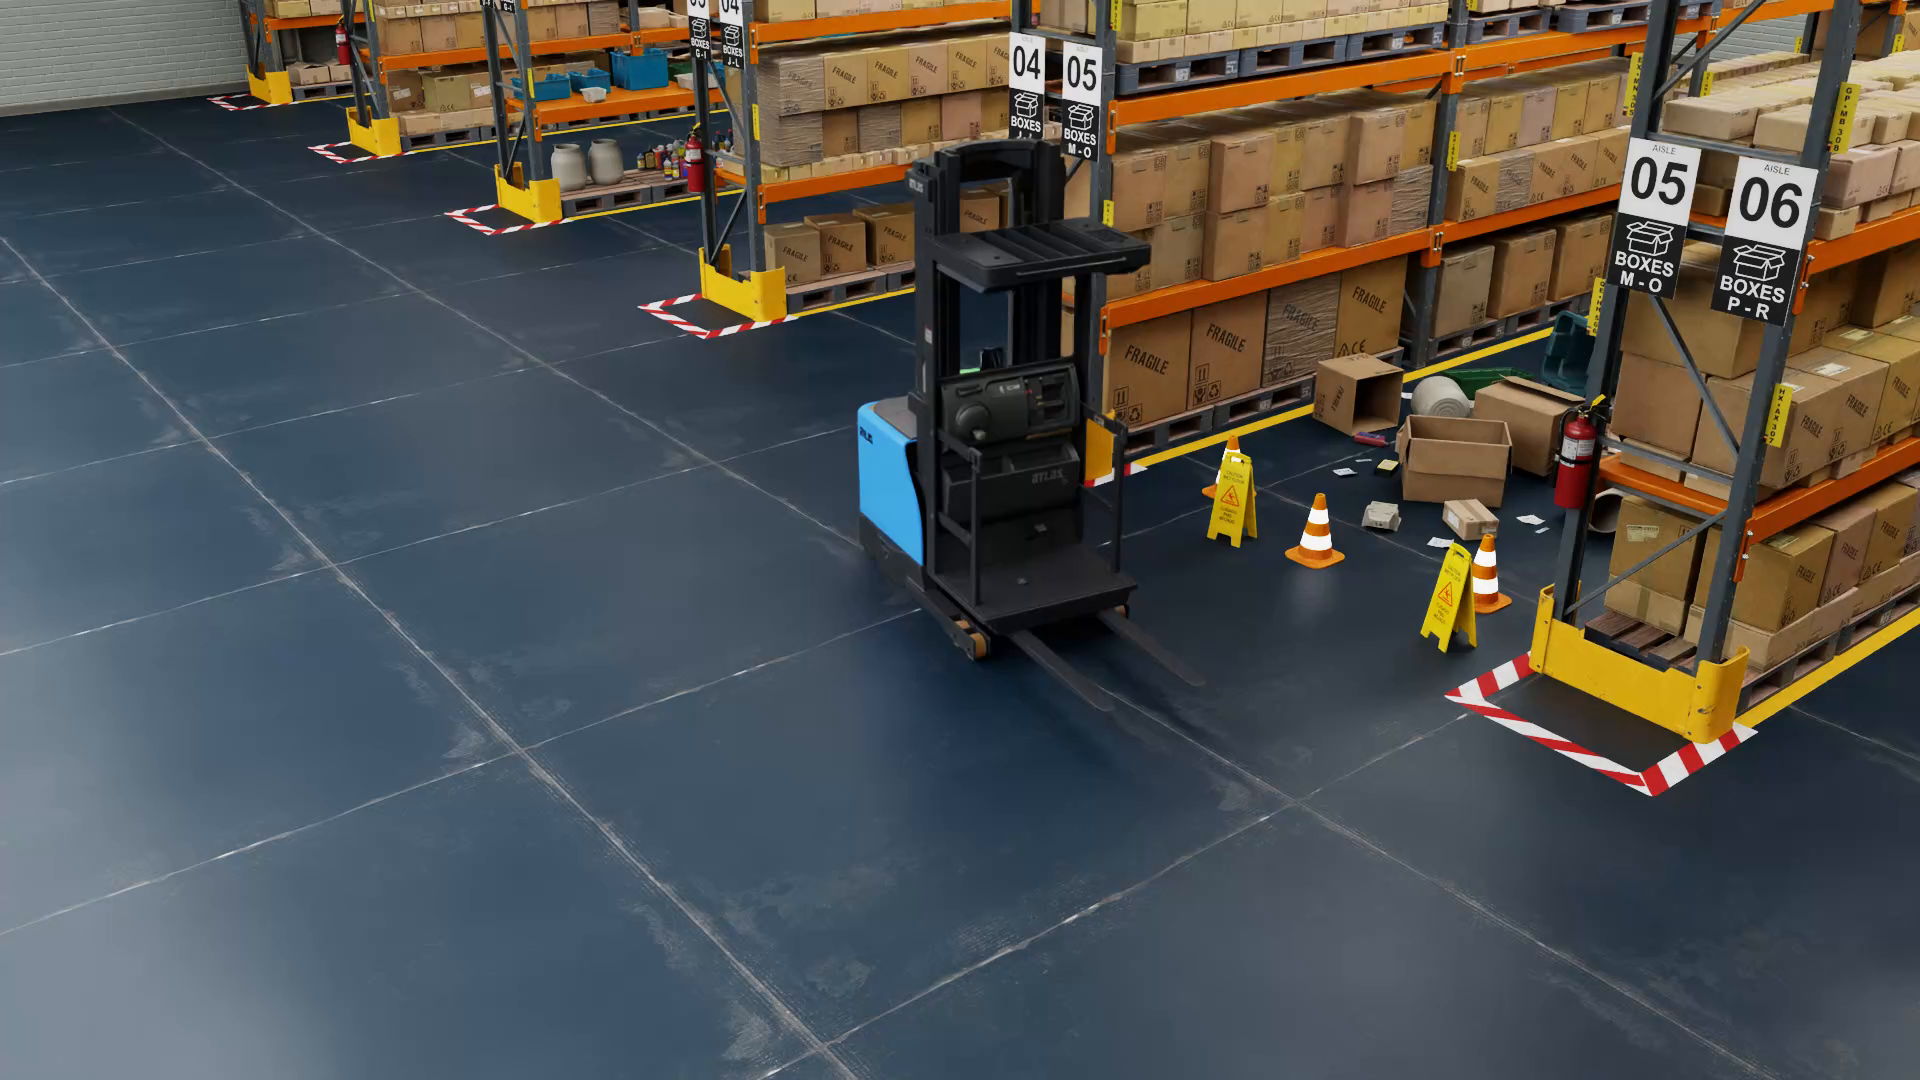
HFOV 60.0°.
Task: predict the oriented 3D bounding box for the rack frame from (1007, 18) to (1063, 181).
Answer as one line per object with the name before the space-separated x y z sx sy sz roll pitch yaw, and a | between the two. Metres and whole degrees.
rack frame | 0.896 -4.750 18.421 0.127 3.000 1.000 -18 31 -34

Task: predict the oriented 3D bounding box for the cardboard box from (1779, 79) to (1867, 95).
cardboard box | 4.792 -2.458 9.272 0.250 0.149 0.380 -18 31 -34

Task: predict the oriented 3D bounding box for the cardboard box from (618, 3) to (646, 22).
cardboard box | -6.147 -9.786 30.828 0.500 0.250 0.500 -18 30 -33

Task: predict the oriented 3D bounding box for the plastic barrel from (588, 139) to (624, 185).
plastic barrel | -4.442 -4.740 20.857 0.421 0.512 0.421 0 25 0

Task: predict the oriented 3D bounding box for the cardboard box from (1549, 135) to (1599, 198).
cardboard box | 5.649 -3.565 15.751 0.500 0.500 0.500 -18 30 -33

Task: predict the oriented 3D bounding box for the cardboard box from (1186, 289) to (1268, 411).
cardboard box | 1.914 -1.695 13.865 0.875 0.875 0.875 -19 31 -35

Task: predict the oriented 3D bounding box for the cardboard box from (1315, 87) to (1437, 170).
cardboard box | 3.566 -3.554 14.383 0.550 0.550 0.875 -18 31 -34

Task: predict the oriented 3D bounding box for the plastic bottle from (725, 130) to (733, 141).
plastic bottle | -3.051 -5.316 22.266 0.185 0.351 0.144 -17 30 -33

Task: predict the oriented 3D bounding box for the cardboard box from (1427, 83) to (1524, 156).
cardboard box | 4.668 -3.845 15.164 0.500 0.500 0.700 -19 31 -35

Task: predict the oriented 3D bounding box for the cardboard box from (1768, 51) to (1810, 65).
cardboard box | 9.579 -5.555 19.249 0.250 0.149 0.380 -17 30 -31

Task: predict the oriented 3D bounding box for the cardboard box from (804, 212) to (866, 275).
cardboard box | -1.300 -3.091 17.317 0.500 0.500 0.500 -10 27 -21

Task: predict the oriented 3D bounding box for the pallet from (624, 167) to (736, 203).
pallet | -3.675 -4.646 21.511 1.213 0.211 1.003 -18 31 -34

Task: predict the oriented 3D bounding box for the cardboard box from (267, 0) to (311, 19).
cardboard box | -10.841 -8.596 26.863 0.500 0.250 0.500 -19 31 -35

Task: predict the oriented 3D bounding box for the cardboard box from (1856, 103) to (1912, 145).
cardboard box | 4.692 -2.176 8.664 0.250 0.149 0.380 -18 31 -34

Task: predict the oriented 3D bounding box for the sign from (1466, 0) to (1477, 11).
sign | 4.221 -4.528 13.672 0.005 0.325 0.100 -18 31 -34

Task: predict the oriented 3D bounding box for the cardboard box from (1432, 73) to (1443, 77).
cardboard box | 6.192 -6.397 21.852 0.500 0.500 0.500 -19 31 -35

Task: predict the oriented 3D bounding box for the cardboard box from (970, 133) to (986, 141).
cardboard box | 0.066 -4.253 17.648 0.250 0.149 0.380 -18 31 -34

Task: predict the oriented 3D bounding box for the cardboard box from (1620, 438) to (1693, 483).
cardboard box | 4.026 -0.482 9.524 0.250 0.149 0.380 -17 30 -32

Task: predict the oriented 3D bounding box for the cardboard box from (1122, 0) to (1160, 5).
cardboard box | 1.189 -3.867 11.689 0.250 0.149 0.380 -18 30 -33

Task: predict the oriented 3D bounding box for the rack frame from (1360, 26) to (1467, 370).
rack frame | 3.877 -3.080 14.824 0.127 3.000 1.000 -18 31 -34

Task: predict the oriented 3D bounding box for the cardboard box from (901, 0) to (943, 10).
cardboard box | -0.512 -5.443 16.530 0.500 0.250 0.500 -17 30 -33

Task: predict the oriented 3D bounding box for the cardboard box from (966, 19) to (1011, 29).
cardboard box | 0.385 -5.351 18.057 0.500 0.500 0.500 -18 31 -34

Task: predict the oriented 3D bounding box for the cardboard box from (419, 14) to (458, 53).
cardboard box | -7.576 -7.294 23.784 0.500 0.500 0.700 -17 30 -33

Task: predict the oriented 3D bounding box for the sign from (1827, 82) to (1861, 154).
sign | 4.199 -2.005 7.906 0.005 0.325 0.100 -18 31 -34

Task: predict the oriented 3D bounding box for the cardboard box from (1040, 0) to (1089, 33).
cardboard box | 0.942 -3.924 12.287 0.500 0.250 0.500 -18 30 -33

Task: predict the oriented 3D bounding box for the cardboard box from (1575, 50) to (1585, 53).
cardboard box | 8.649 -7.017 23.606 0.250 0.149 0.380 -18 30 -33

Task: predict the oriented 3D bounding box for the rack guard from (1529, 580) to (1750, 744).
rack guard | 3.923 0.686 9.677 0.348 0.500 1.175 -18 31 -34

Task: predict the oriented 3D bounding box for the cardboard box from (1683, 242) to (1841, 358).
cardboard box | 4.534 -1.396 9.534 0.500 0.500 0.700 -18 30 -34

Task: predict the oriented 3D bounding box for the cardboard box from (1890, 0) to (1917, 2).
cardboard box | 11.191 -6.268 20.034 0.500 0.500 0.500 -17 30 -33

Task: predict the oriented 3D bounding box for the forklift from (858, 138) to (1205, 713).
forklift | 0.413 -0.809 10.011 1.130 2.935 3.031 -12 28 -24

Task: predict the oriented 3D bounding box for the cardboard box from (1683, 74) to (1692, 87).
cardboard box | 7.741 -4.948 17.942 0.250 0.149 0.380 -17 30 -33

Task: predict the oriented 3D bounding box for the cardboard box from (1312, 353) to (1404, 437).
cardboard box | 3.289 -1.205 13.749 0.500 0.500 0.500 -13 28 -25

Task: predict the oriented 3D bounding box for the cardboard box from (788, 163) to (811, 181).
cardboard box | -1.671 -3.650 16.351 0.250 0.149 0.380 -18 31 -34

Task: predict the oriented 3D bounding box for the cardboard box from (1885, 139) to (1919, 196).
cardboard box | 4.826 -2.025 8.812 0.500 0.250 0.500 -19 31 -35

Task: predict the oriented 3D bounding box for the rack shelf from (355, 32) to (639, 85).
rack shelf | -6.787 -7.187 24.526 4.000 0.370 1.077 -18 31 -34

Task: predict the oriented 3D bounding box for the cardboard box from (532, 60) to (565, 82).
cardboard box | -6.235 -6.866 24.857 0.500 0.500 0.500 -18 31 -34

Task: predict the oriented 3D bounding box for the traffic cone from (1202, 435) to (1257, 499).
traffic cone | 2.024 -0.558 12.403 0.334 0.463 0.336 -18 31 -34

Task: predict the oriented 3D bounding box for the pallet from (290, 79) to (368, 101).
pallet | -10.700 -7.588 27.848 1.213 0.211 1.003 -18 31 -34

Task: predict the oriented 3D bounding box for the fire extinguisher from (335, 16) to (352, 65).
fire extinguisher | -8.741 -7.081 23.537 0.183 0.674 0.296 -18 31 -34

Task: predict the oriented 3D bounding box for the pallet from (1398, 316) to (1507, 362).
pallet | 4.438 -2.041 15.897 1.213 0.211 1.003 -18 31 -34

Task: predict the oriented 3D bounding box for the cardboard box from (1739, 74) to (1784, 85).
cardboard box | 8.541 -4.864 17.760 0.250 0.149 0.380 -17 30 -32

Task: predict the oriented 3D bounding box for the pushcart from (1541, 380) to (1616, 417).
pushcart | 5.565 -1.020 13.499 1.648 0.377 0.936 15 29 29

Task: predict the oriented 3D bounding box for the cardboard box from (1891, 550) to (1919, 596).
cardboard box | 5.896 0.105 10.729 0.500 0.250 0.500 -18 30 -33

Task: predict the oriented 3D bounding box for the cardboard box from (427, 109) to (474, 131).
cardboard box | -7.411 -6.133 24.170 0.500 0.250 0.500 -18 31 -34

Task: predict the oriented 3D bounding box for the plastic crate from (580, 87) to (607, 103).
plastic crate | -4.405 -5.358 20.044 0.250 0.136 0.298 -18 31 -34

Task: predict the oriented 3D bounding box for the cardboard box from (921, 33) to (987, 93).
cardboard box | -0.075 -4.916 17.119 0.500 0.500 0.500 -18 31 -34

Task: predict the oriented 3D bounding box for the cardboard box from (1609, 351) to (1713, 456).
cardboard box | 4.121 -0.840 9.525 0.500 0.500 0.500 -19 31 -35

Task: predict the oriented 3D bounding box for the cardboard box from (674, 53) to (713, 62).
cardboard box | -4.272 -7.696 26.871 0.500 0.311 0.500 -18 31 -34

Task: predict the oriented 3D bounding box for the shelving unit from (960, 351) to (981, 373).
shelving unit | -0.030 -0.709 11.853 0.503 1.200 0.258 -11 27 -22

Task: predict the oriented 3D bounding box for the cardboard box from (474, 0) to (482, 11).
cardboard box | -6.907 -7.699 23.886 0.250 0.149 0.380 -19 31 -35

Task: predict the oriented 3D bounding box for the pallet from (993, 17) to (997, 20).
pallet | 0.589 -11.291 35.828 1.213 0.211 1.003 -18 31 -34

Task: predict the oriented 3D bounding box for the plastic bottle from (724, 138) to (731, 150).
plastic bottle | -3.091 -5.203 22.115 0.097 0.271 0.097 0 25 0

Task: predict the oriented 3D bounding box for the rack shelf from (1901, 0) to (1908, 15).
rack shelf | 11.746 -6.712 19.941 4.000 0.370 1.077 -18 31 -34

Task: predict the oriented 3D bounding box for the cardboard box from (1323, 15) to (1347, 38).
cardboard box | 2.787 -4.031 12.990 0.250 0.149 0.380 -19 31 -34

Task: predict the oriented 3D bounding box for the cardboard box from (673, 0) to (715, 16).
cardboard box | -4.185 -8.409 26.186 0.500 0.500 0.500 -16 29 -30

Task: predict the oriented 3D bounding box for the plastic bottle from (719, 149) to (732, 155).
plastic bottle | -3.024 -4.917 21.495 0.135 0.276 0.152 -18 30 -33
